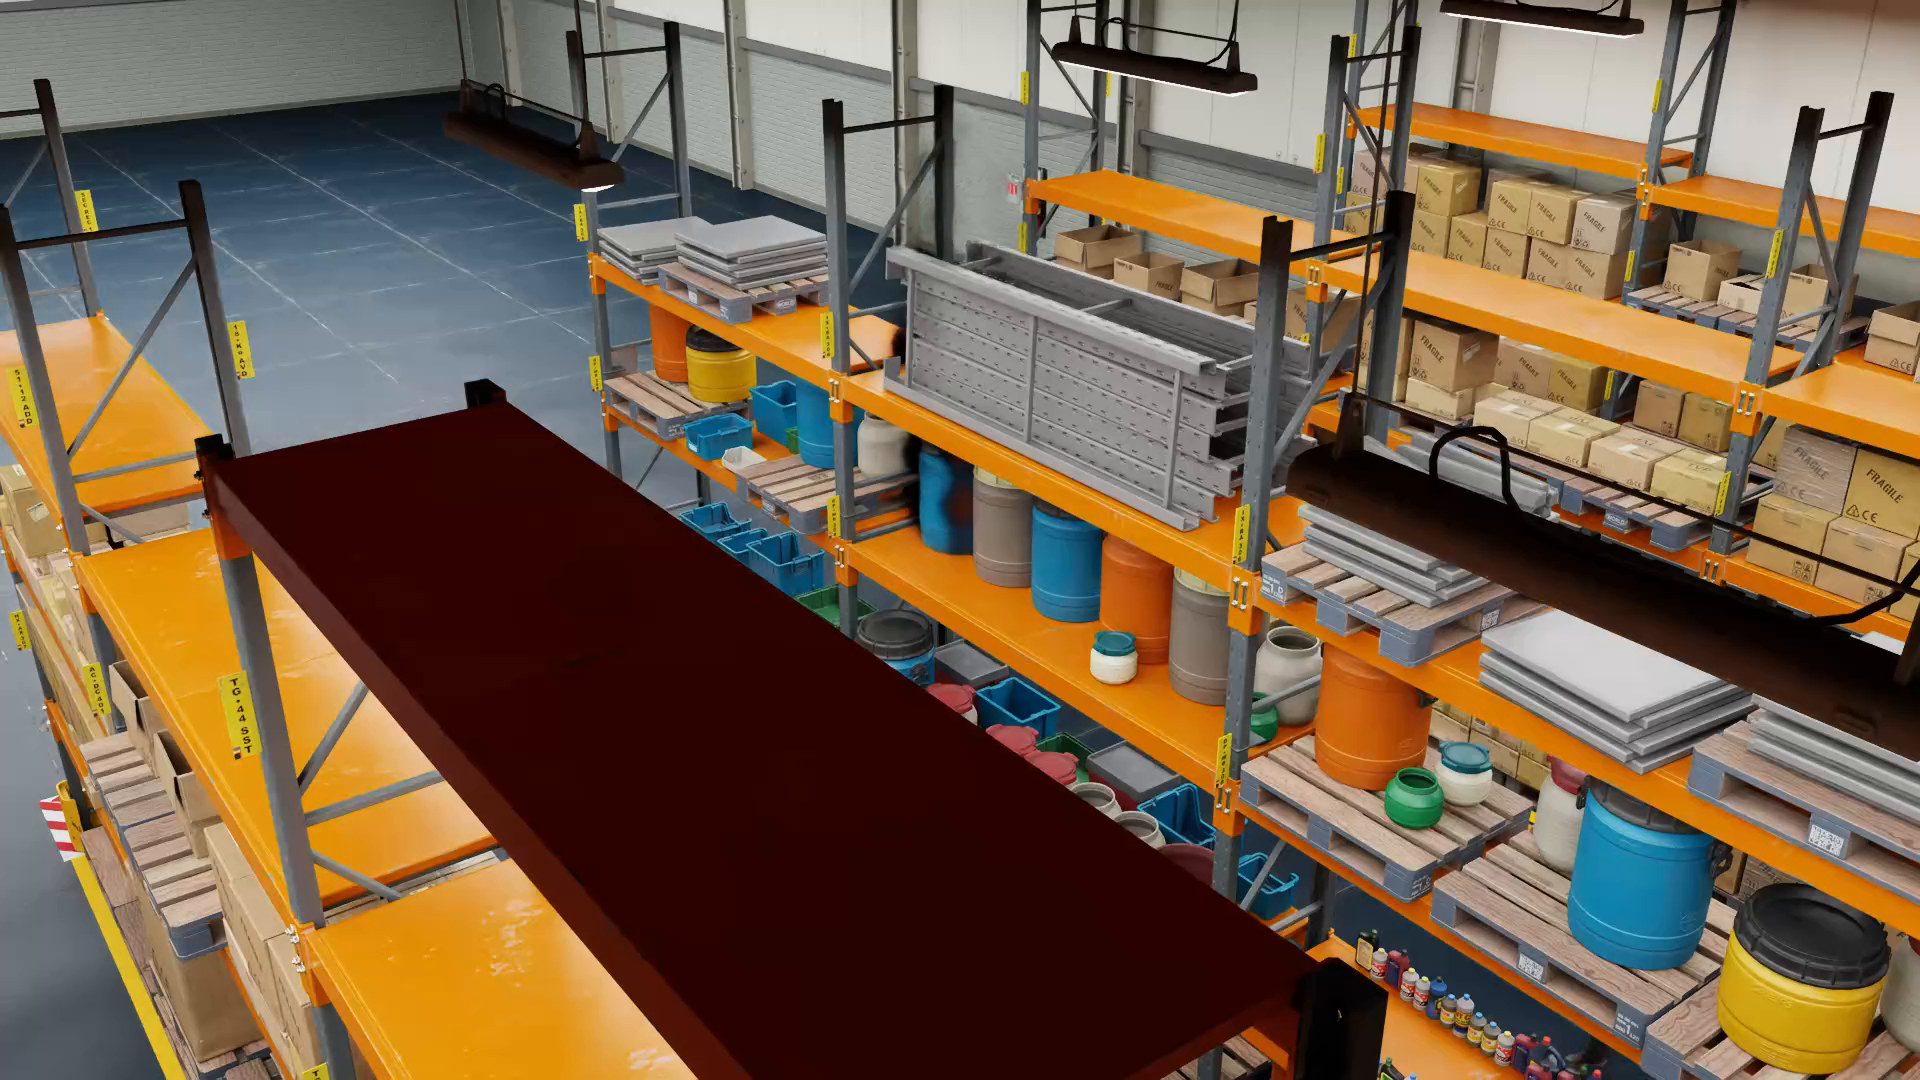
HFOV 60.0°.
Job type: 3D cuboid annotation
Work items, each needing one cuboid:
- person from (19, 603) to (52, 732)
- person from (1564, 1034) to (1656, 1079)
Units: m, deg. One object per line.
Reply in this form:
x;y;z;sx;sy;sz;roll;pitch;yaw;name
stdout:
-8.004;0.907;14.913;0.878;1.841;0.734;3;25;6;person
4.377;2.912;10.692;0.547;1.704;0.863;-23;33;-40;person
